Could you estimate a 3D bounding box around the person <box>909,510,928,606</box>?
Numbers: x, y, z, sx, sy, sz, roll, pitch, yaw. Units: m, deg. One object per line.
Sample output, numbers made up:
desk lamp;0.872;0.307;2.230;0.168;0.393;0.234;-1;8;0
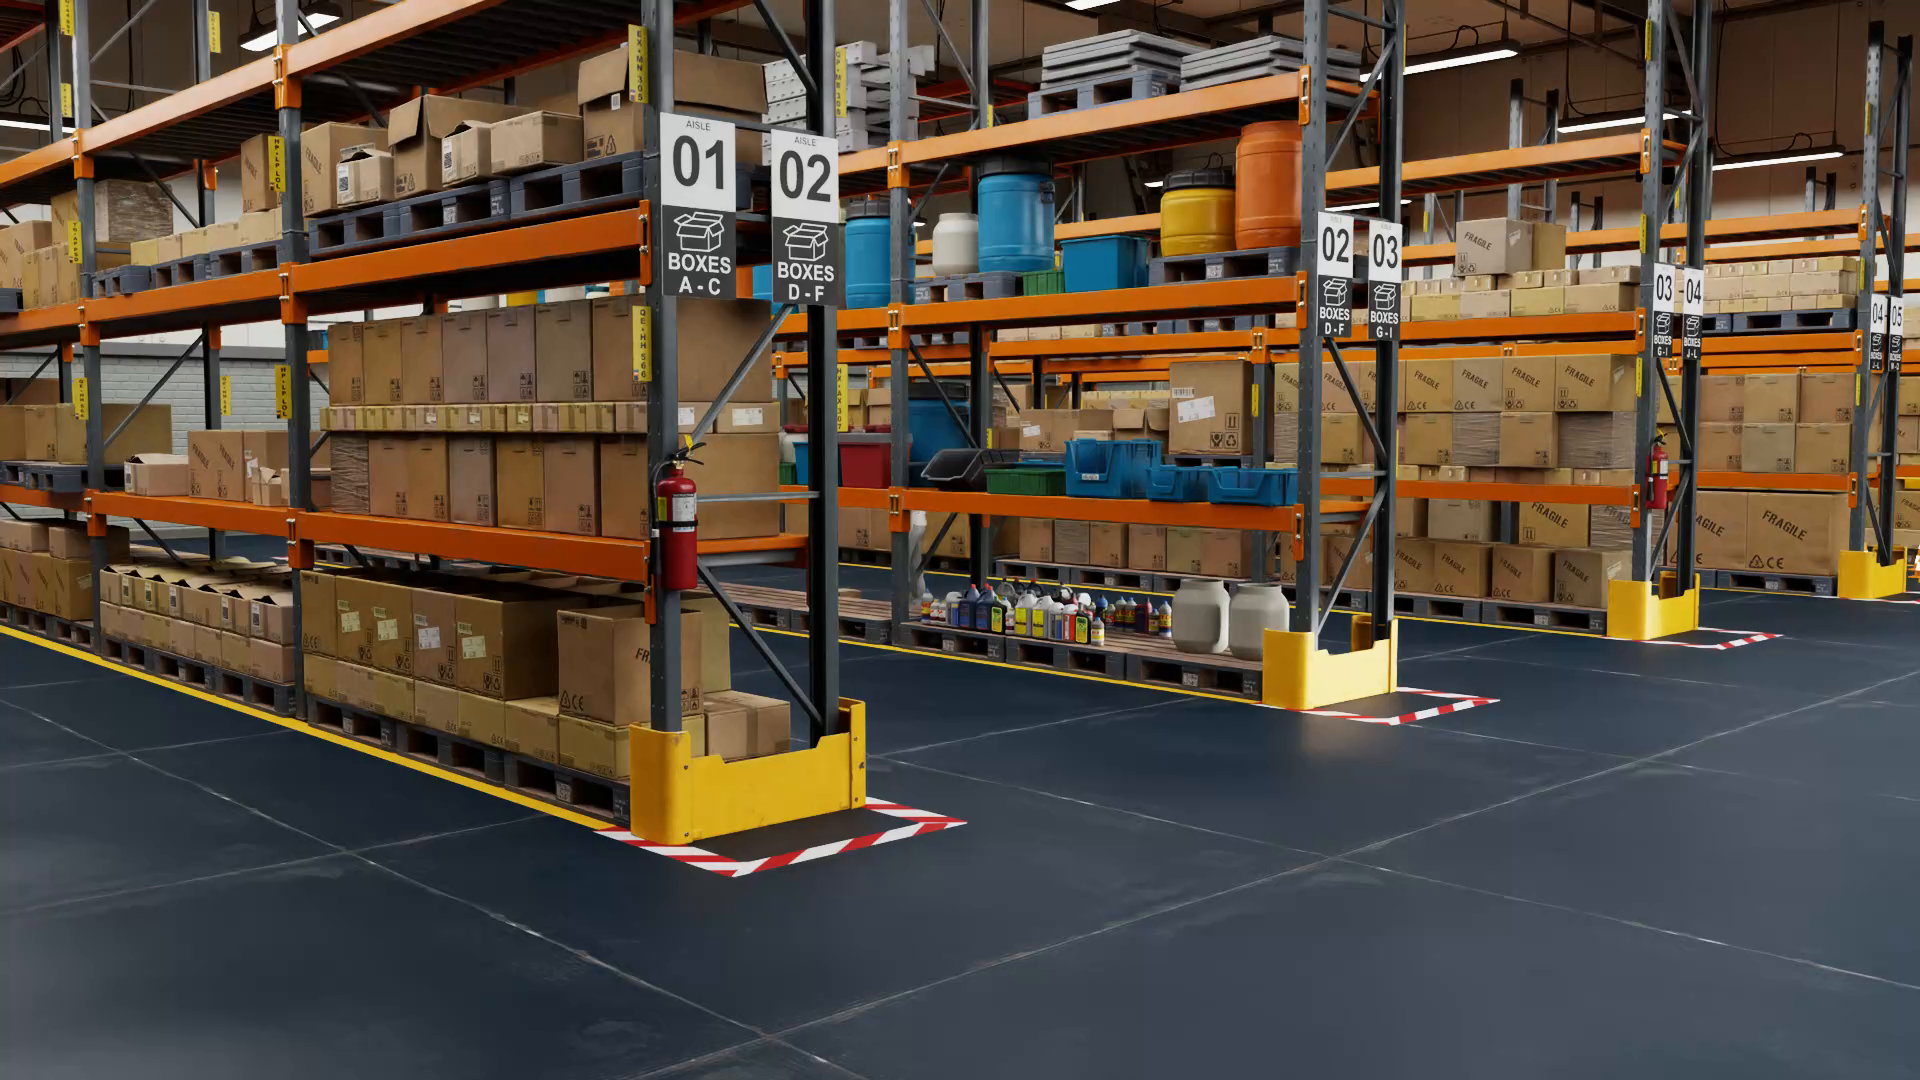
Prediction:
person;-0.504;-0.054;15.451;0.435;1.732;0.531;0;4;5
